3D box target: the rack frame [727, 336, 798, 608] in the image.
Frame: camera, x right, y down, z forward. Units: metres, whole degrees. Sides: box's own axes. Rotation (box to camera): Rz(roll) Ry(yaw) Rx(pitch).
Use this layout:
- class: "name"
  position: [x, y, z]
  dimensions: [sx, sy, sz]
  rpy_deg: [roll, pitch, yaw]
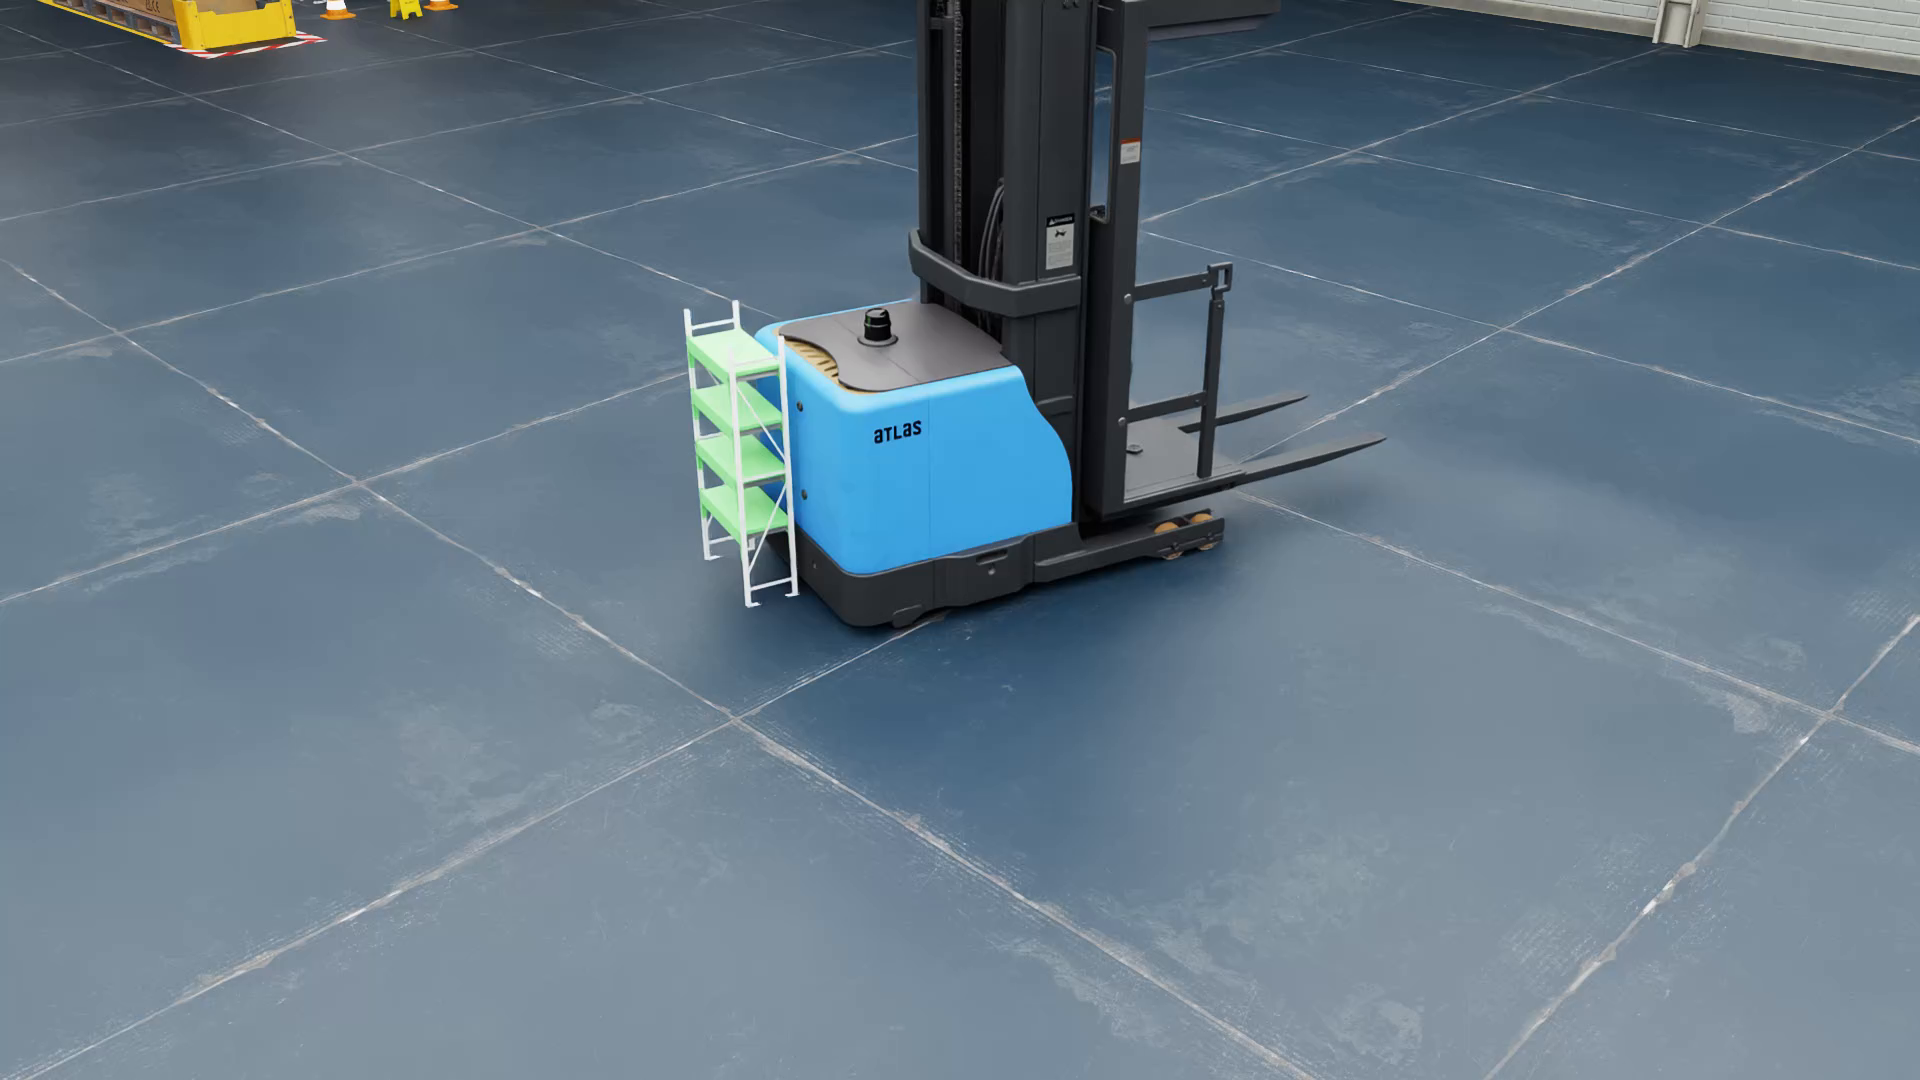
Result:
- class: "rack frame"
  position: [-0.820, -0.266, 6.966]
  dimensions: [0.240, 1.200, 0.015]
  rpy_deg: [-14, 31, -25]

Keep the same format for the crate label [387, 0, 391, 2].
- class: "crate label"
  position: [-6.789, -6.638, 20.227]
  dimensions: [0.298, 0.136, 0.250]
  rpy_deg: [7, 29, 13]

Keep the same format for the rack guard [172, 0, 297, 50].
- class: "rack guard"
  position: [-7.819, -5.646, 17.951]
  dimensions: [0.348, 0.500, 1.175]
  rpy_deg: [25, 36, 38]

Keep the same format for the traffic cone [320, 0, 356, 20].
- class: "traffic cone"
  position: [-7.219, -6.282, 19.200]
  dimensions: [0.334, 0.463, 0.336]
  rpy_deg: [25, 36, 38]

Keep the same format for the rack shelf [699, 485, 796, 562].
- class: "rack shelf"
  position: [-0.937, -0.097, 7.297]
  dimensions: [0.258, 0.148, 0.480]
  rpy_deg: [-14, 31, -25]

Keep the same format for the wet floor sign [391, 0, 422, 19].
- class: "wet floor sign"
  position: [-6.427, -6.366, 19.164]
  dimensions: [0.232, 0.644, 0.267]
  rpy_deg: [18, 33, 30]

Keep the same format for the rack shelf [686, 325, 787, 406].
- class: "rack shelf"
  position: [-0.939, -0.734, 6.961]
  dimensions: [0.258, 0.148, 0.480]
  rpy_deg: [-14, 31, -25]

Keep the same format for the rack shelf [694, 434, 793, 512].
- class: "rack shelf"
  position: [-0.937, -0.309, 7.185]
  dimensions: [0.258, 0.148, 0.480]
  rpy_deg: [-14, 31, -25]

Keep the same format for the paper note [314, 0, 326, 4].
- class: "paper note"
  position: [-7.734, -6.507, 20.094]
  dimensions: [0.144, 0.017, 0.142]
  rpy_deg: [-13, 30, -22]

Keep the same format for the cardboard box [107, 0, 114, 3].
- class: "cardboard box"
  position: [-9.644, -6.790, 19.271]
  dimensions: [0.875, 0.875, 0.875]
  rpy_deg: [25, 37, 39]

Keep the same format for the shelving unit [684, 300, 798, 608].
- class: "shelving unit"
  position: [-0.938, -0.366, 7.156]
  dimensions: [0.258, 1.200, 0.503]
  rpy_deg: [-14, 31, -25]

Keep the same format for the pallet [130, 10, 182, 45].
- class: "pallet"
  position: [-8.461, -5.761, 18.480]
  dimensions: [1.213, 0.211, 1.003]
  rpy_deg: [25, 36, 38]

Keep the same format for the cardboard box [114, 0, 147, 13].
- class: "cardboard box"
  position: [-8.995, -6.492, 18.704]
  dimensions: [0.875, 0.875, 0.875]
  rpy_deg: [24, 36, 38]

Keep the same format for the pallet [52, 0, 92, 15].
- class: "pallet"
  position: [-10.201, -6.557, 19.994]
  dimensions: [1.213, 0.211, 1.003]
  rpy_deg: [25, 36, 38]

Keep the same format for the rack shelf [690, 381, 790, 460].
- class: "rack shelf"
  position: [-0.938, -0.522, 7.073]
  dimensions: [0.258, 0.148, 0.480]
  rpy_deg: [-14, 31, -25]

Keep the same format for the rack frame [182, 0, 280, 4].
- class: "rack frame"
  position: [-7.836, -6.760, 17.384]
  dimensions: [0.127, 3.000, 1.000]
  rpy_deg: [25, 36, 38]

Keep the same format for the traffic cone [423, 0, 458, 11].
- class: "traffic cone"
  position: [-6.185, -6.546, 19.702]
  dimensions: [0.334, 0.463, 0.336]
  rpy_deg: [25, 36, 38]

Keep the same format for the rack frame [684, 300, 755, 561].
- class: "rack frame"
  position: [-1.055, -0.465, 7.345]
  dimensions: [0.240, 1.200, 0.015]
  rpy_deg: [-14, 31, -25]

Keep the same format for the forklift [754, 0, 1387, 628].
- class: "forklift"
  position: [0.634, -1.408, 7.279]
  dimensions: [3.031, 2.935, 1.130]
  rpy_deg: [-14, 31, -25]

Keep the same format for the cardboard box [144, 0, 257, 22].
- class: "cardboard box"
  position: [-8.366, -6.205, 18.160]
  dimensions: [0.875, 0.875, 0.875]
  rpy_deg: [25, 37, 39]

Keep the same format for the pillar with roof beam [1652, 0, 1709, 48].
- class: "pillar with roof beam"
  position: [4.713, -7.922, 13.147]
  dimensions: [0.400, 9.000, 9.100]
  rpy_deg: [25, 36, 38]

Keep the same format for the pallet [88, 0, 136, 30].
- class: "pallet"
  position: [-9.327, -6.159, 19.237]
  dimensions: [1.213, 0.211, 1.003]
  rpy_deg: [25, 36, 38]
